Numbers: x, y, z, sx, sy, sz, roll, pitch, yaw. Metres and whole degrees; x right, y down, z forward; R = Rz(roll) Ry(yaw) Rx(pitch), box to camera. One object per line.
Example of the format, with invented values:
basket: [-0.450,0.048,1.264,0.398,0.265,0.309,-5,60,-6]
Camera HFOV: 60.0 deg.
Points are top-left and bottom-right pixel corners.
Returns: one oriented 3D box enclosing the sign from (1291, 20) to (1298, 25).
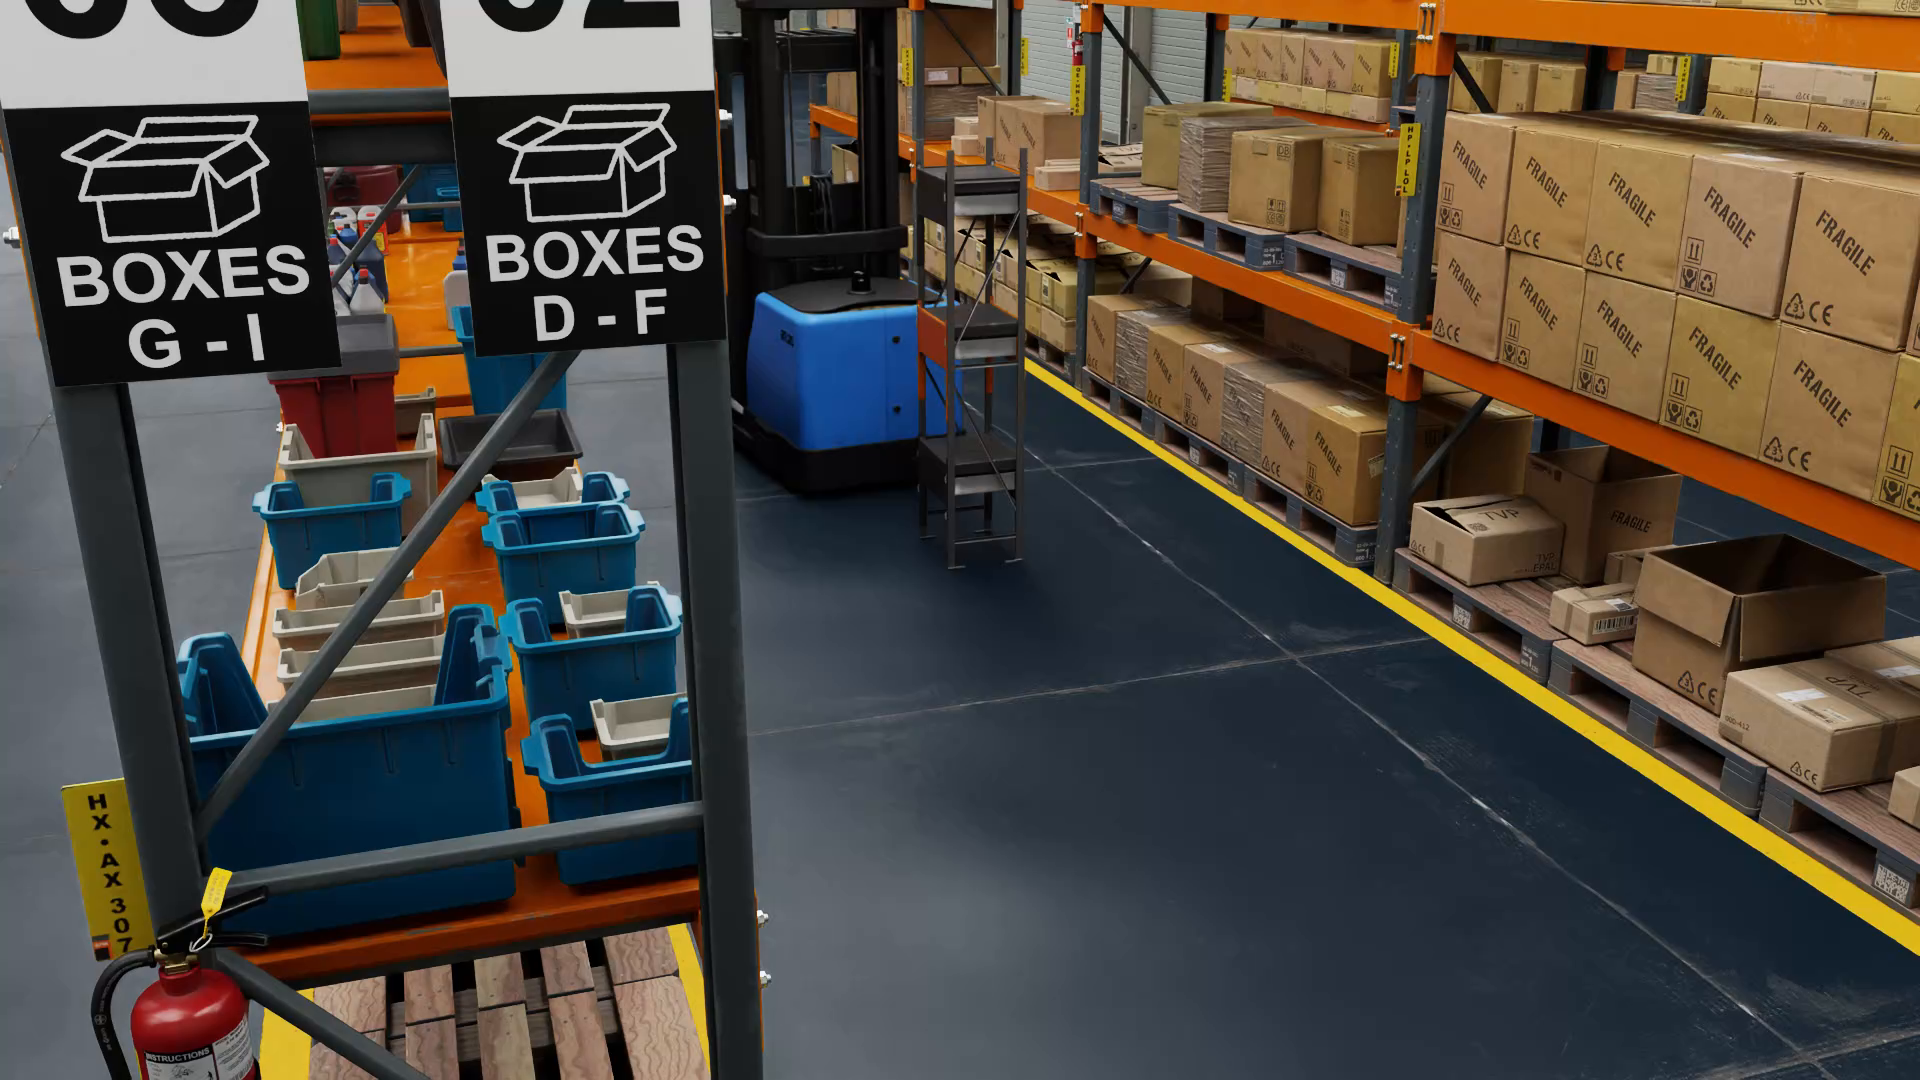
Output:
sign: [4.037,-6.377,20.054,0.100,0.325,0.005,-6,21,-17]

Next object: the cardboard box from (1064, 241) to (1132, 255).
cardboard box: [1.100,-2.235,13.318,0.500,0.311,0.500,-7,21,-19]

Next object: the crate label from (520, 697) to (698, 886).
crate label: [-0.637,0.492,3.268,0.416,0.233,0.303,-6,21,-17]

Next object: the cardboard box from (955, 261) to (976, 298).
cardboard box: [0.276,-2.238,14.156,0.500,0.250,0.500,-7,21,-19]

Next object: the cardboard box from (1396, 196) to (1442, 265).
cardboard box: [2.638,-1.673,8.369,0.700,0.500,0.500,-15,24,-35]

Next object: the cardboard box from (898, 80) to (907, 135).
cardboard box: [-0.258,-4.177,15.962,0.700,0.500,0.500,-7,21,-18]

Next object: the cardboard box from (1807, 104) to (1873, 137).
cardboard box: [6.239,-2.749,11.515,0.500,0.500,0.500,-6,21,-17]

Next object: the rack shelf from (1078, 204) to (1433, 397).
rack shelf: [1.945,-1.556,9.876,1.077,0.370,4.000,-6,21,-17]

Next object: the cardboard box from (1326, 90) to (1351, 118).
cardboard box: [4.176,-4.567,17.386,0.500,0.250,0.500,-6,21,-17]

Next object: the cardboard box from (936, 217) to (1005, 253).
cardboard box: [0.105,-2.667,14.522,0.500,0.311,0.500,-7,21,-18]

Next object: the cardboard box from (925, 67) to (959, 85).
cardboard box: [-0.229,-4.237,15.168,0.380,0.149,0.250,-6,21,-17]

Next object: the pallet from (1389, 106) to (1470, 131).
pallet: [4.863,-3.997,15.890,1.003,0.211,1.213,-6,21,-17]

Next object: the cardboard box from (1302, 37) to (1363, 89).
cardboard box: [4.008,-5.081,17.707,0.500,0.500,0.500,-7,21,-19]

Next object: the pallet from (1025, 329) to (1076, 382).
pallet: [1.095,-1.492,12.759,1.003,0.211,1.213,-6,21,-17]

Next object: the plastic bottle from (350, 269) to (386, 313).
plastic bottle: [-2.650,-1.039,7.446,0.144,0.351,0.185,-6,21,-17]

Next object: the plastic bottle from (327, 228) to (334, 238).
plastic bottle: [-3.341,-1.513,8.864,0.061,0.283,0.133,-6,21,-17]

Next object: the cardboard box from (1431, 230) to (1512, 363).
cardboard box: [2.476,-1.107,7.414,0.500,0.500,0.500,-6,21,-16]

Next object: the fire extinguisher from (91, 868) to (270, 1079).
fire extinguisher: [-1.256,0.864,2.738,0.296,0.674,0.183,-6,21,-17]

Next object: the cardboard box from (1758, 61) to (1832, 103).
cardboard box: [6.086,-3.268,11.850,0.500,0.250,0.500,-7,21,-18]

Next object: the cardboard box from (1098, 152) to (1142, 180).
cardboard box: [1.244,-2.616,11.894,0.500,0.311,0.500,-5,20,-14]

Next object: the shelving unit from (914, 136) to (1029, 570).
shelving unit: [0.052,-0.935,8.414,0.431,2.100,0.503,-6,21,-17]

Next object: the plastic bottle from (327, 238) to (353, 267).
plastic bottle: [-3.075,-1.318,8.222,0.144,0.351,0.185,-6,21,-17]

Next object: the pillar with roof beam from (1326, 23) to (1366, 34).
pillar with roof beam: [0.458,-7.865,17.500,9.100,9.000,0.400,-6,21,-17]

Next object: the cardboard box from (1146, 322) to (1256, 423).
cardboard box: [1.511,-1.062,10.482,0.500,0.500,0.500,-7,21,-18]

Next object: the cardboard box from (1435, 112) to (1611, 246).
cardboard box: [2.455,-1.589,7.277,0.500,0.500,0.500,-6,21,-16]

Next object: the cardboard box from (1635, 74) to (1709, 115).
cardboard box: [5.861,-3.468,13.335,0.700,0.500,0.500,-9,22,-24]

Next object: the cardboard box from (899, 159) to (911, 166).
cardboard box: [-0.601,-3.524,16.627,0.500,0.500,0.500,-6,21,-17]

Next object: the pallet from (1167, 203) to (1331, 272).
pallet: [1.932,-1.823,9.837,1.003,0.211,1.213,-6,21,-17]

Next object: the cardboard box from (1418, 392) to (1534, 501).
cardboard box: [2.653,-0.465,8.820,0.500,0.500,0.500,-7,21,-20]

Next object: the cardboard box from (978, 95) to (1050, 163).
cardboard box: [0.451,-3.450,13.936,0.500,0.500,0.500,-5,20,-13]

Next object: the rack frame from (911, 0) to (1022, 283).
rack frame: [0.060,-3.820,15.115,1.000,3.000,0.127,-6,21,-17]

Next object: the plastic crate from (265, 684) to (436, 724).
plastic crate: [-1.300,0.409,3.641,0.396,0.136,0.243,-6,21,-17]

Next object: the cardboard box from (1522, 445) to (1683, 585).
cardboard box: [3.022,-0.131,7.890,0.500,0.500,0.500,-6,21,-17]

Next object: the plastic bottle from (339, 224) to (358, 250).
plastic bottle: [-3.344,-1.595,9.111,0.097,0.271,0.097,0,20,0]

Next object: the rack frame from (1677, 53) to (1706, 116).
rack frame: [6.018,-3.064,13.010,1.000,3.000,0.127,-6,21,-17]

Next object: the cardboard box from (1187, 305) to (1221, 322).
cardboard box: [1.834,-1.292,11.123,0.500,0.500,0.500,-6,20,-15]

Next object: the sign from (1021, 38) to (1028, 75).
sign: [0.572,-4.389,15.102,0.100,0.325,0.005,-6,21,-17]

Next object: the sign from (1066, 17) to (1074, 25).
sign: [1.836,-8.673,27.789,0.001,0.109,0.331,-6,21,-17]

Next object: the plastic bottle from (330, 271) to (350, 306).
plastic bottle: [-2.787,-1.024,7.403,0.144,0.351,0.185,-6,21,-17]

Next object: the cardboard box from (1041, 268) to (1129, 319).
cardboard box: [0.918,-1.846,12.235,0.500,0.311,0.500,-6,21,-16]

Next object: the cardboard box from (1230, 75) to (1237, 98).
cardboard box: [3.356,-5.380,19.649,0.500,0.250,0.500,-7,21,-19]

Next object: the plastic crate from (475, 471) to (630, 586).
plastic crate: [-1.145,-0.027,4.712,0.416,0.233,0.300,-6,21,-17]

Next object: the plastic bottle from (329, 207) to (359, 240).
plastic bottle: [-3.558,-1.780,9.618,0.152,0.276,0.135,-6,21,-17]

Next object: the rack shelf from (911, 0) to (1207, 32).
rack shelf: [0.688,-4.251,12.942,1.077,0.370,4.000,-6,21,-17]

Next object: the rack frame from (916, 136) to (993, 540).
rack frame: [-0.025,-1.013,8.632,0.400,2.100,0.015,-6,21,-17]

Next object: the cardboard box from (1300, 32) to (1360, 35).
cardboard box: [4.169,-5.466,18.781,0.500,0.500,0.500,-7,21,-19]

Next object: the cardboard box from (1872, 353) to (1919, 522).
cardboard box: [3.266,-0.297,5.159,0.500,0.500,0.500,-6,21,-17]

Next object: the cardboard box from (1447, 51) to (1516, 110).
cardboard box: [4.889,-4.435,16.027,0.700,0.500,0.500,-6,21,-17]

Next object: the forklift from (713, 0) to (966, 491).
forklift: [-1.031,-2.118,10.476,1.130,2.935,3.031,-9,21,-23]

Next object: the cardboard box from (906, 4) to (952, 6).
cardboard box: [-0.403,-4.942,16.172,0.700,0.500,0.500,-6,21,-17]

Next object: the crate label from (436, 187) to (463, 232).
crate label: [-3.163,-2.108,10.595,0.303,0.233,0.416,-6,21,-17]

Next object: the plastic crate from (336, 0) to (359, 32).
plastic crate: [-1.757,-1.368,4.242,0.437,0.136,0.530,-6,21,-17]

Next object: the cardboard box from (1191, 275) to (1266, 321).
cardboard box: [1.855,-1.627,10.947,0.500,0.250,0.500,-6,20,-15]

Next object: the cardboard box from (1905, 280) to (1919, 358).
cardboard box: [3.271,-0.762,4.975,0.500,0.500,0.500,-6,21,-16]
